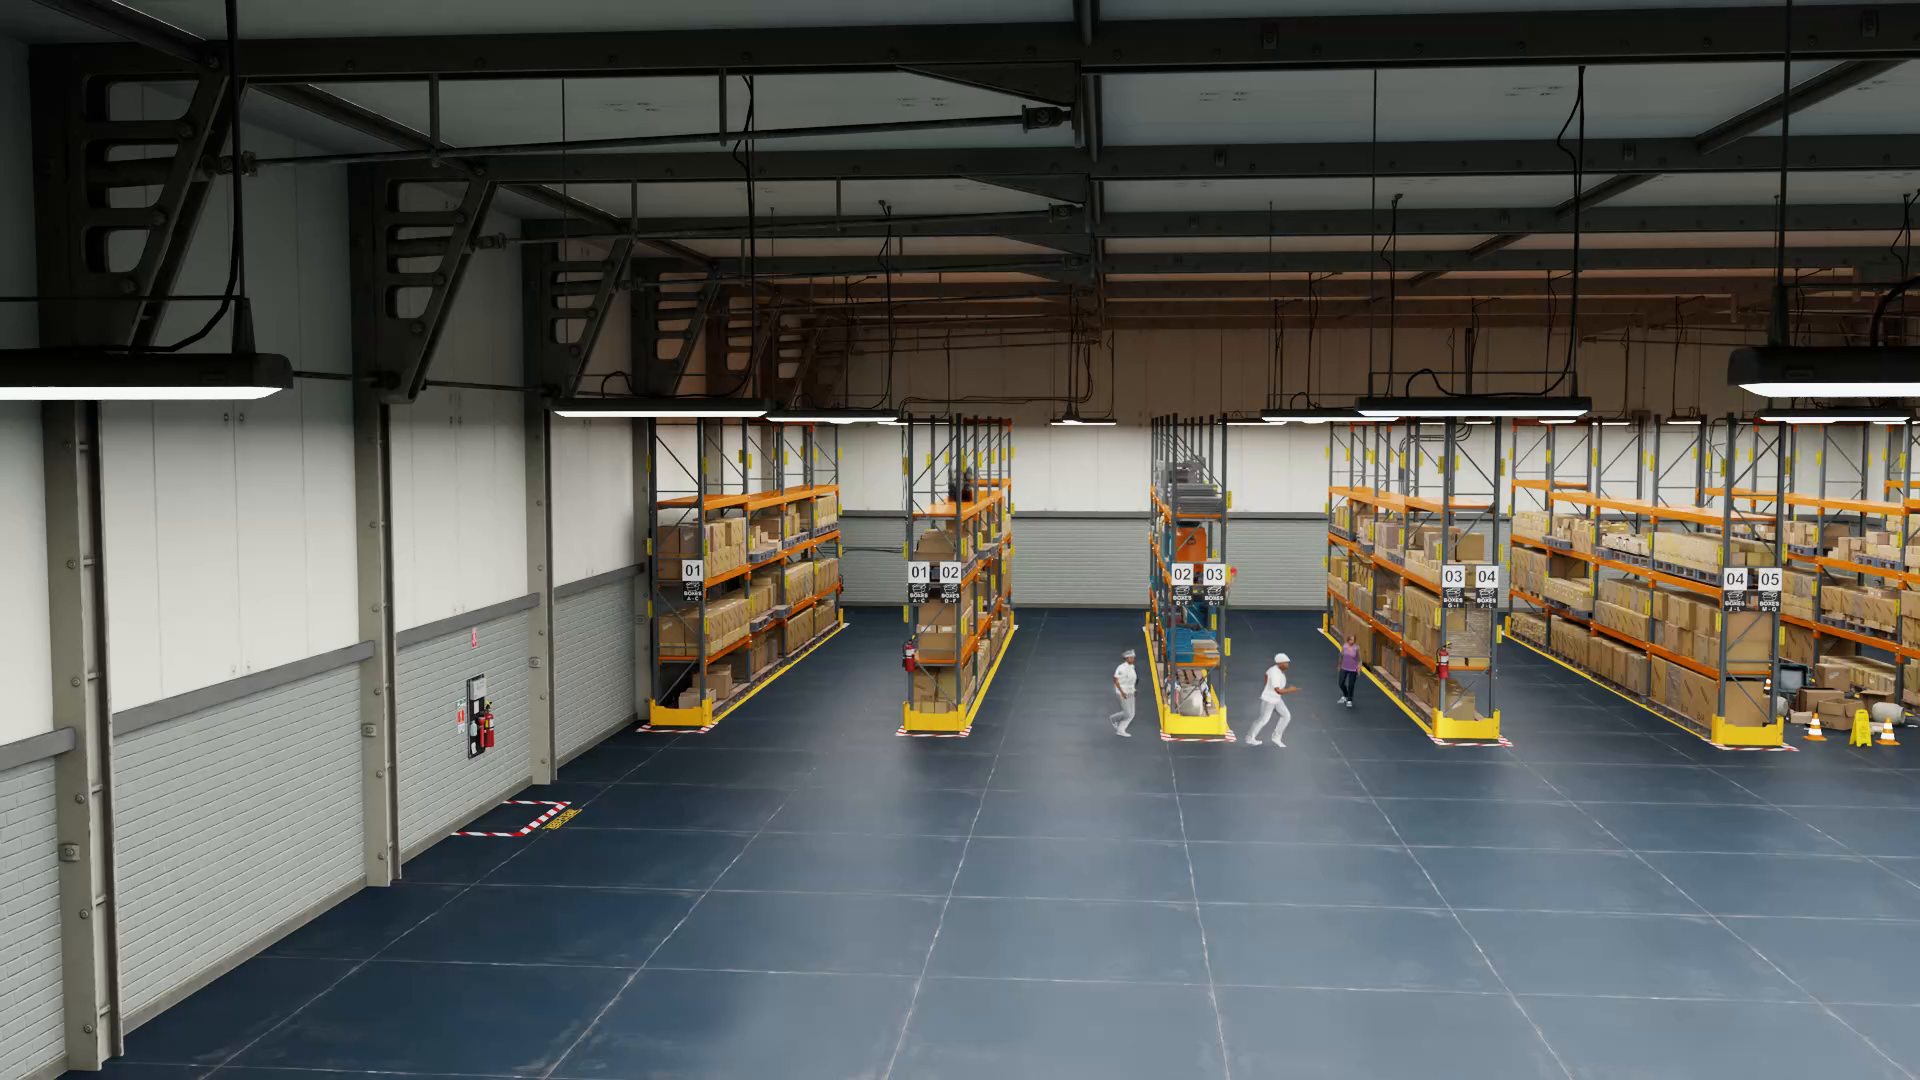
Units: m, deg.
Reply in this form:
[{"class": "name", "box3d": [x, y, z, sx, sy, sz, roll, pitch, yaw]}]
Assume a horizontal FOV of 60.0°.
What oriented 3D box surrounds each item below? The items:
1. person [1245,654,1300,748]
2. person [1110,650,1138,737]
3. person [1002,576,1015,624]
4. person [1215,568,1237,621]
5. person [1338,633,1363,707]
[{"class": "person", "box3d": [5.602, 2.882, 29.699, 0.978, 1.734, 0.706, 2, 4, 26]}, {"class": "person", "box3d": [3.028, 2.837, 30.933, 0.532, 1.624, 0.572, 4, 5, 45]}, {"class": "person", "box3d": [1.316, 1.542, 48.947, 0.685, 1.823, 0.865, -3, 5, -42]}, {"class": "person", "box3d": [7.788, 1.605, 49.442, 1.070, 1.590, 0.656, 3, 5, 38]}, {"class": "person", "box3d": [7.974, 2.661, 34.023, 0.562, 1.545, 0.597, 2, 4, 23]}]
